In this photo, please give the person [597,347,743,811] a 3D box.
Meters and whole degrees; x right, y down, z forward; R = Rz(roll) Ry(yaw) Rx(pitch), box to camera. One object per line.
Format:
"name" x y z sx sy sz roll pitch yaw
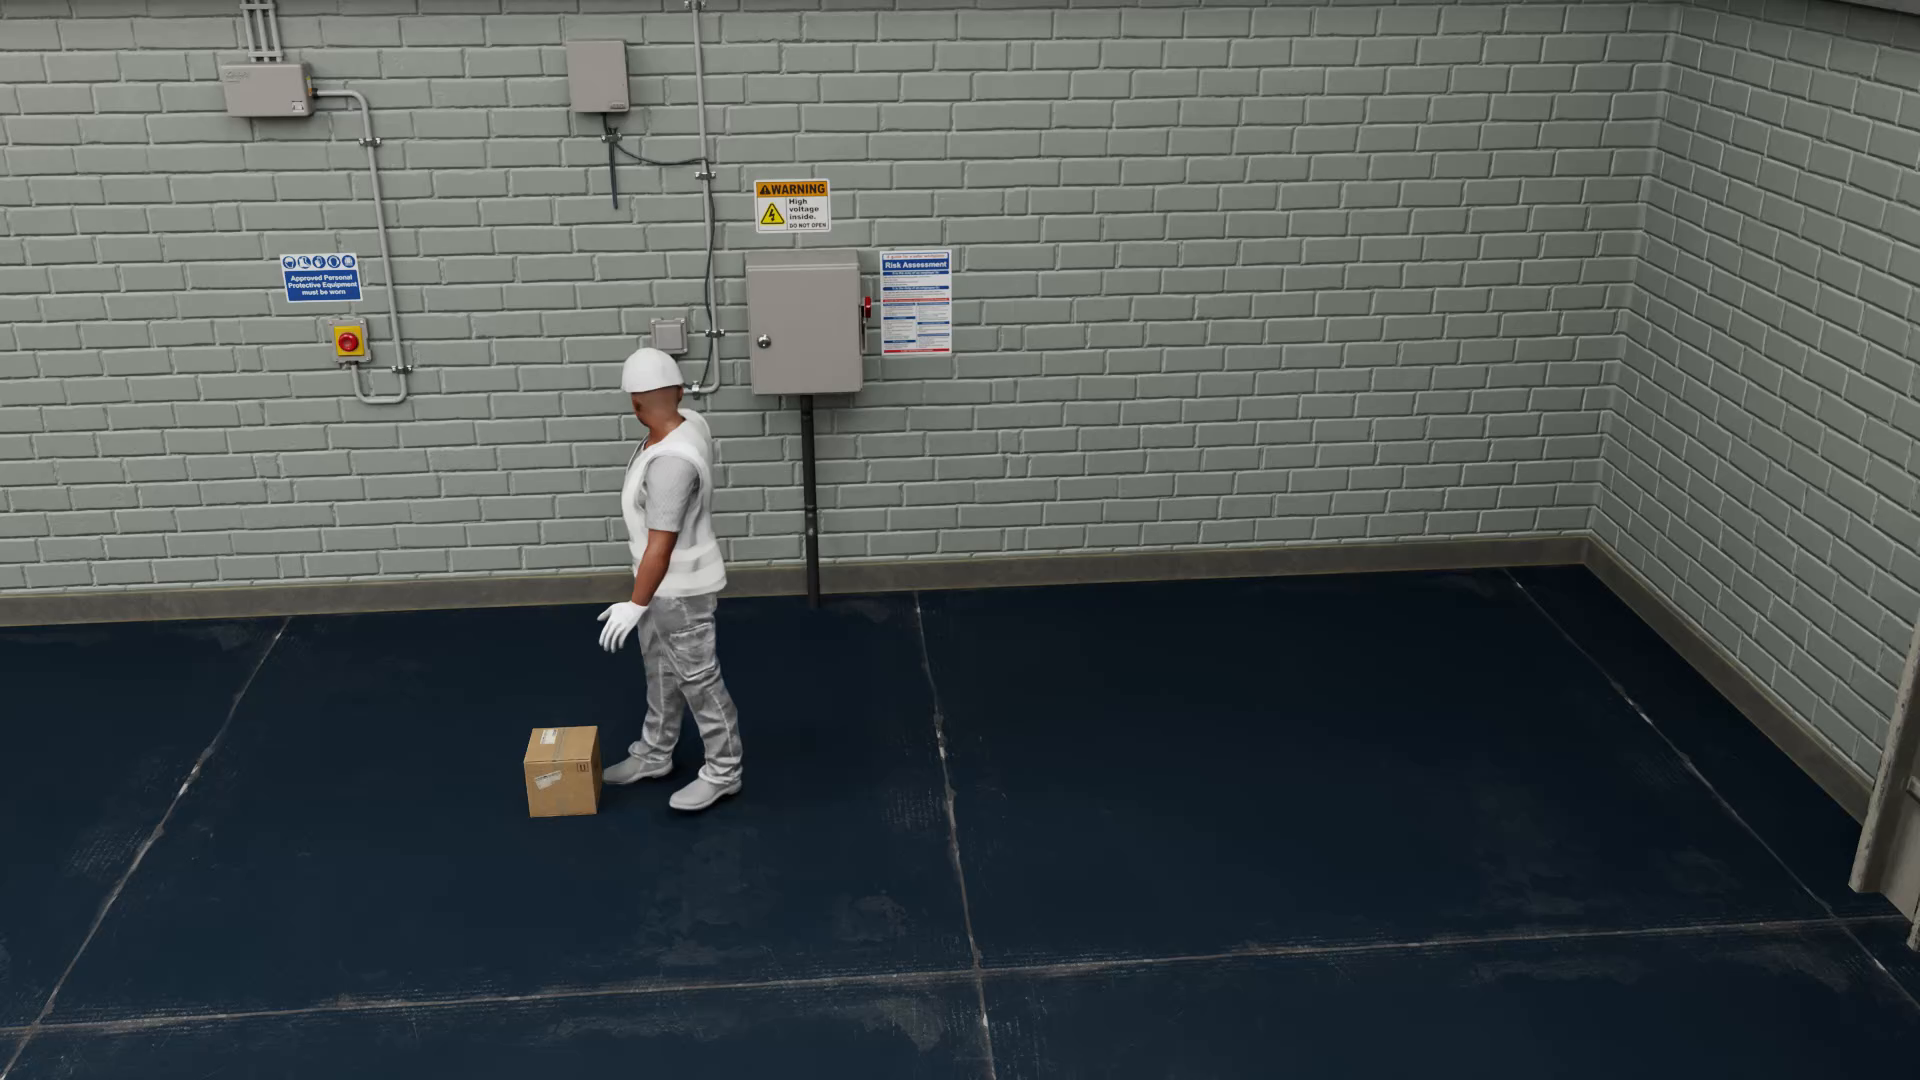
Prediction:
"person" -1.120 0.188 6.130 0.555 1.818 0.624 -5 24 -12
